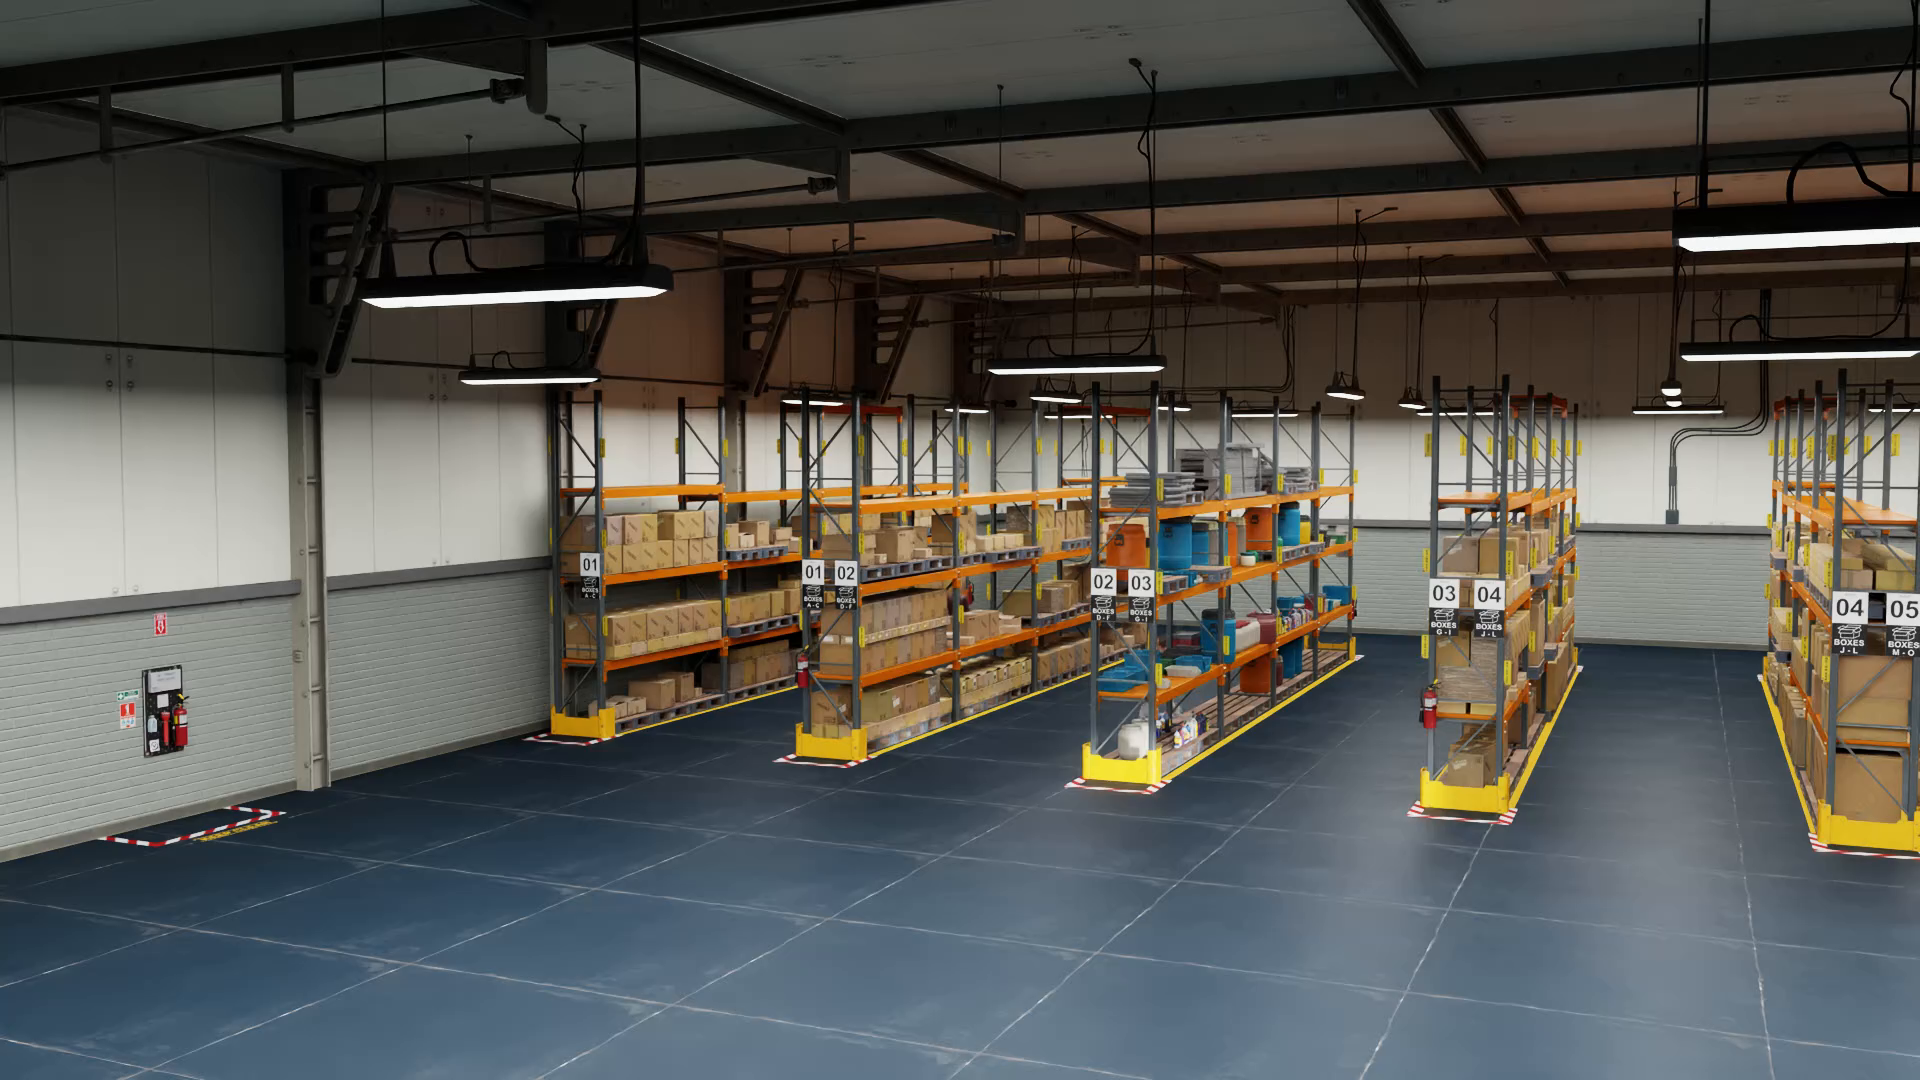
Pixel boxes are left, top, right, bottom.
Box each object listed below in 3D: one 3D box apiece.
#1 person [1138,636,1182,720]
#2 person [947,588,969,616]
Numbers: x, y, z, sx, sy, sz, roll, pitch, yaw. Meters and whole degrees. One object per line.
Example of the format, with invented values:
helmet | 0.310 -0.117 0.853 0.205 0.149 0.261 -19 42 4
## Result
person | 3.543 2.520 29.882 0.918 1.627 0.466 1 3 23
person | -0.125 1.909 39.847 0.585 1.715 1.128 1 3 18
